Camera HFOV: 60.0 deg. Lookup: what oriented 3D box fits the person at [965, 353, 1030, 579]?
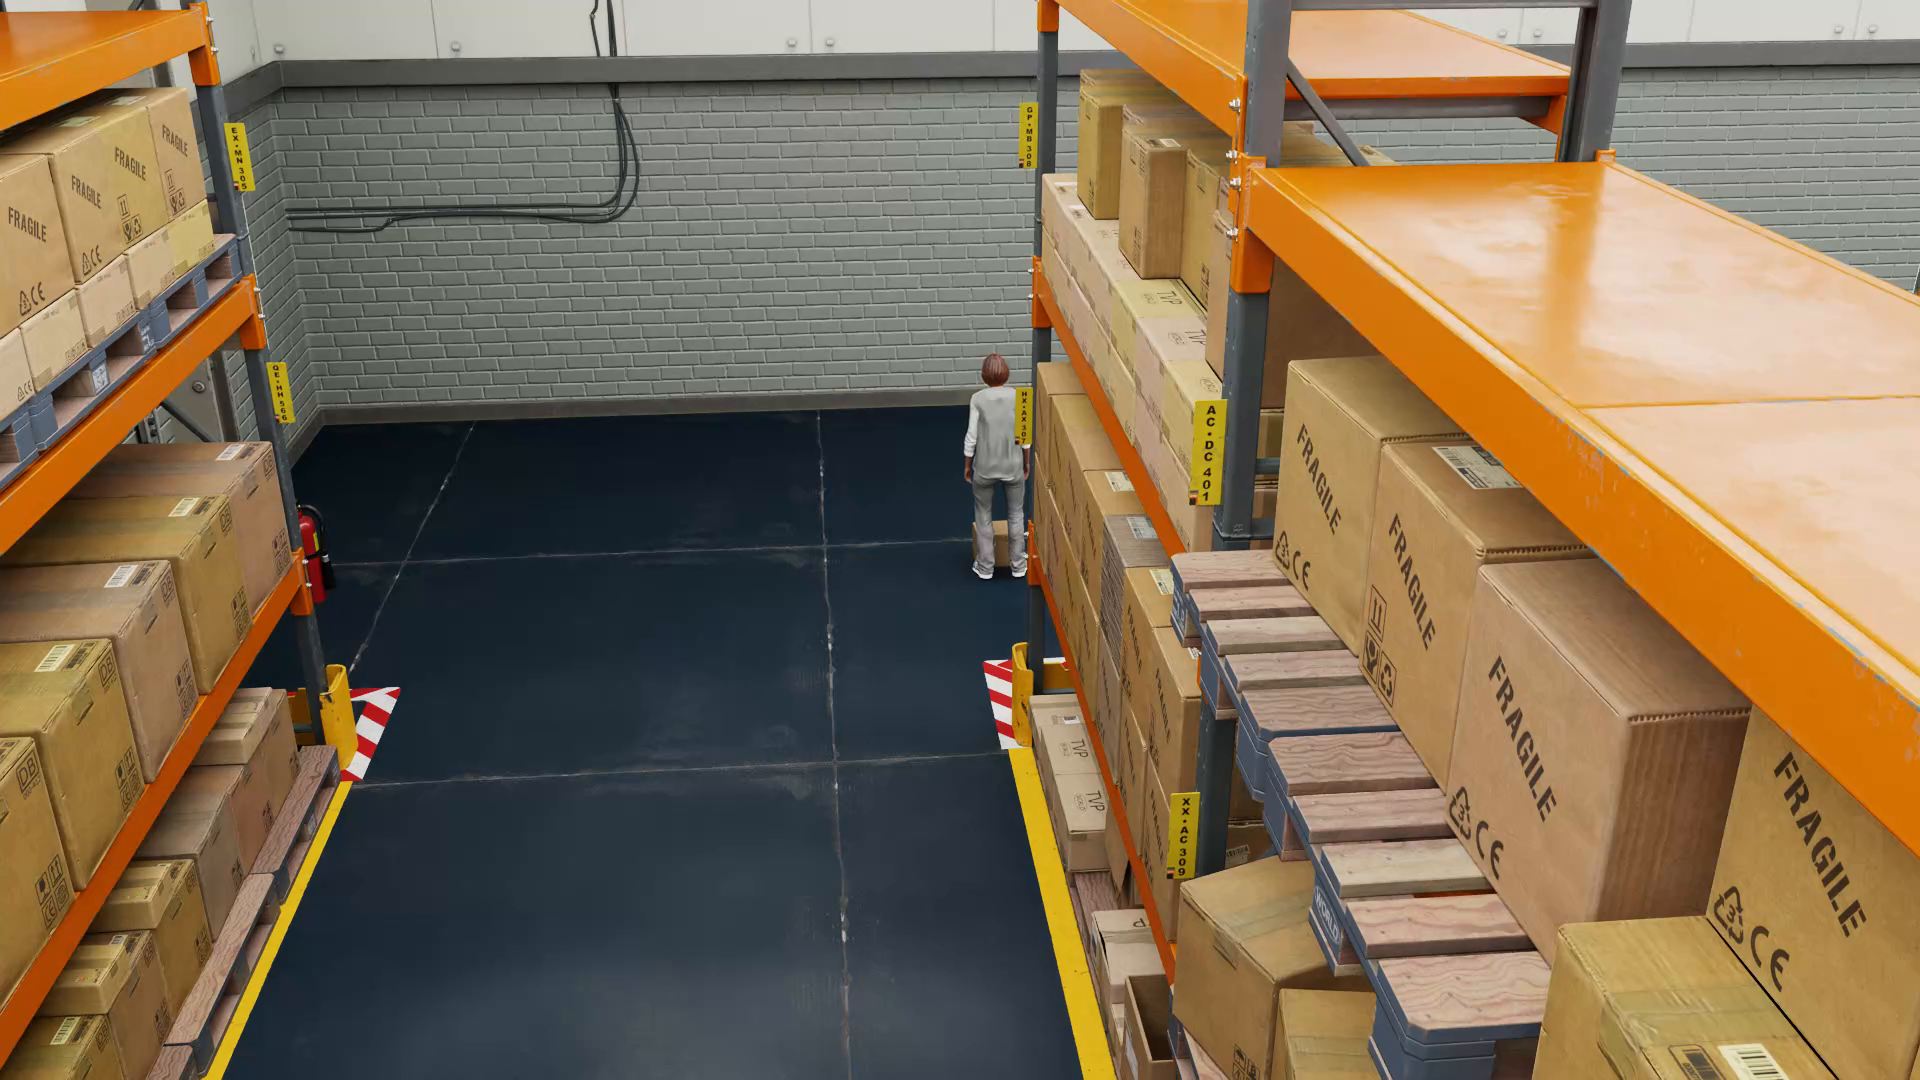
[{"bbox_3d":[0.261,-0.484,11.405,0.471,1.581,0.350,-3,24,-6],"label":"person"}]
